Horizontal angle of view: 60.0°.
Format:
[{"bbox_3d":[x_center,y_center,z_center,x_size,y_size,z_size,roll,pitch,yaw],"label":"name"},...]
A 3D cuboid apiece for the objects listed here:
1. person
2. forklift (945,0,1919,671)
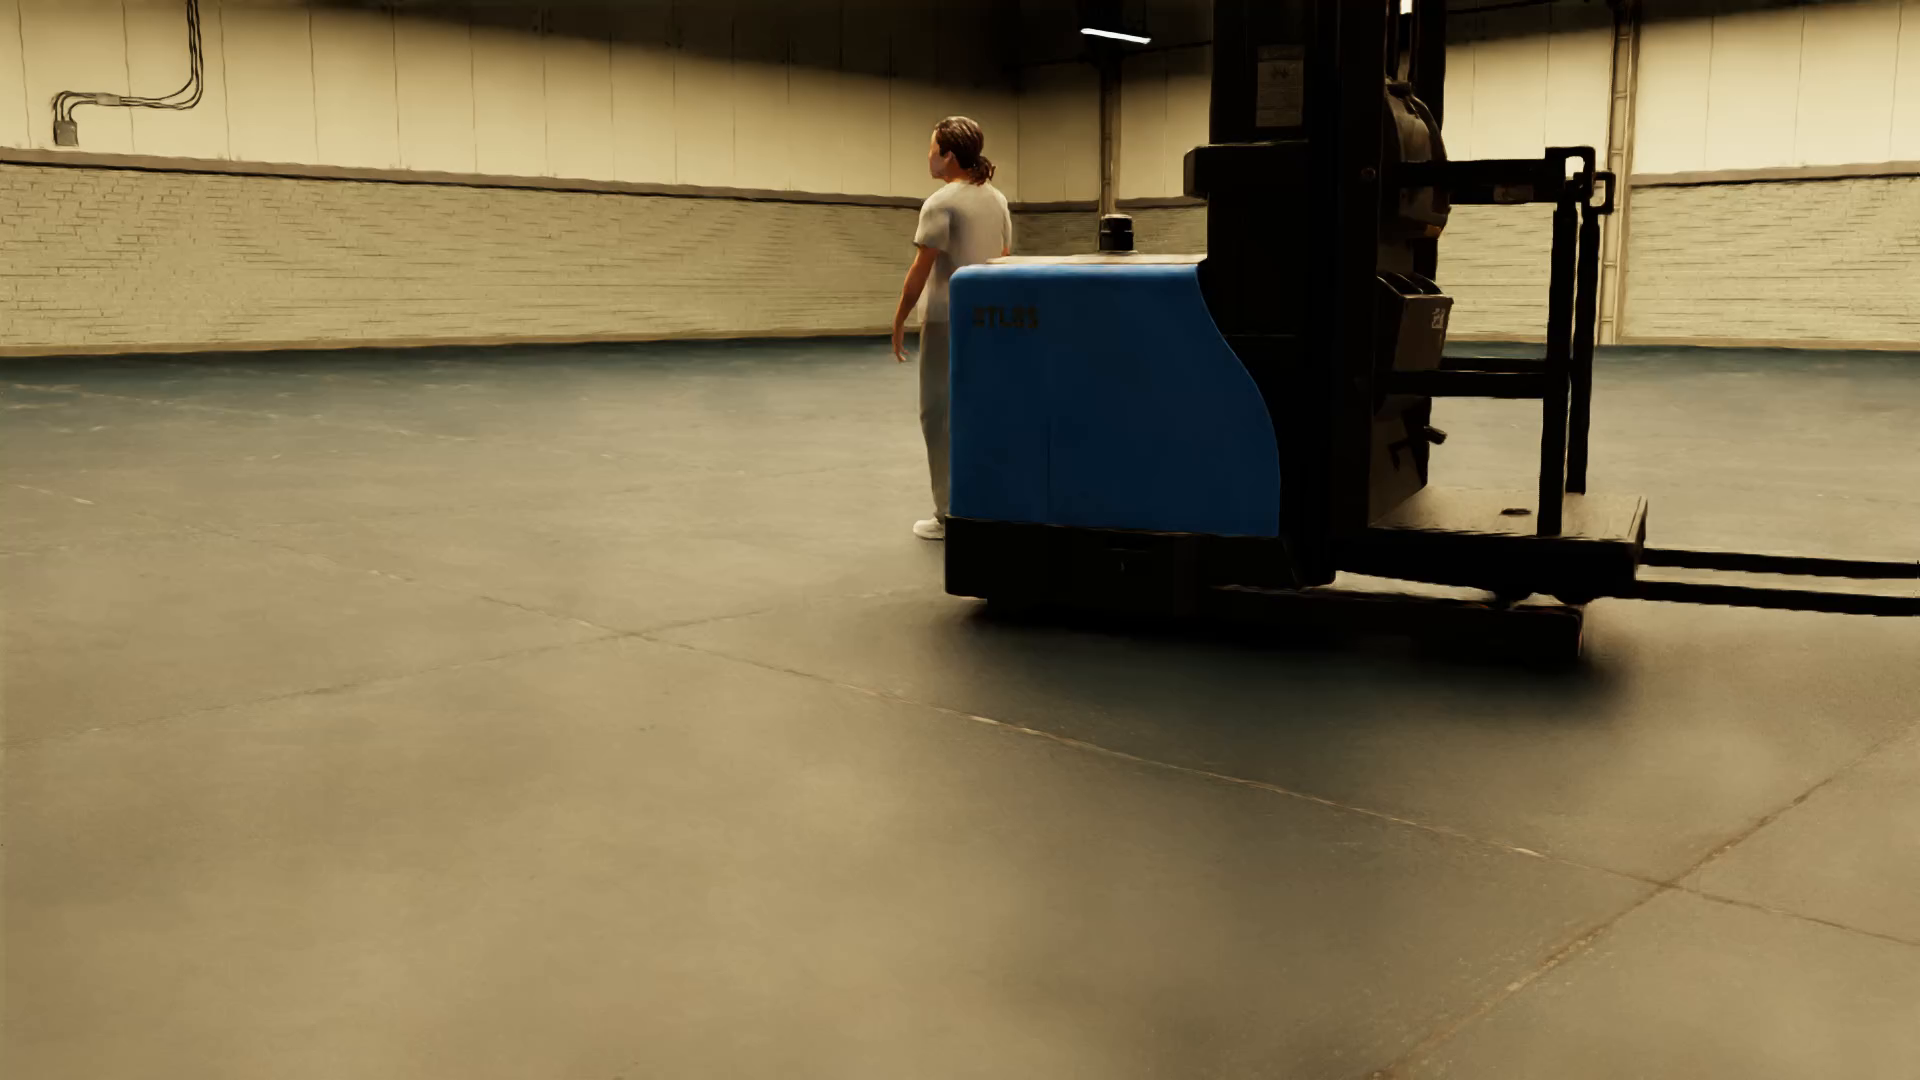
[{"bbox_3d":[-0.073,-0.831,6.689,0.503,1.654,0.549,8,12,43],"label":"person"},{"bbox_3d":[1.516,-1.191,4.784,3.031,2.935,1.130,4,9,24],"label":"forklift"}]
